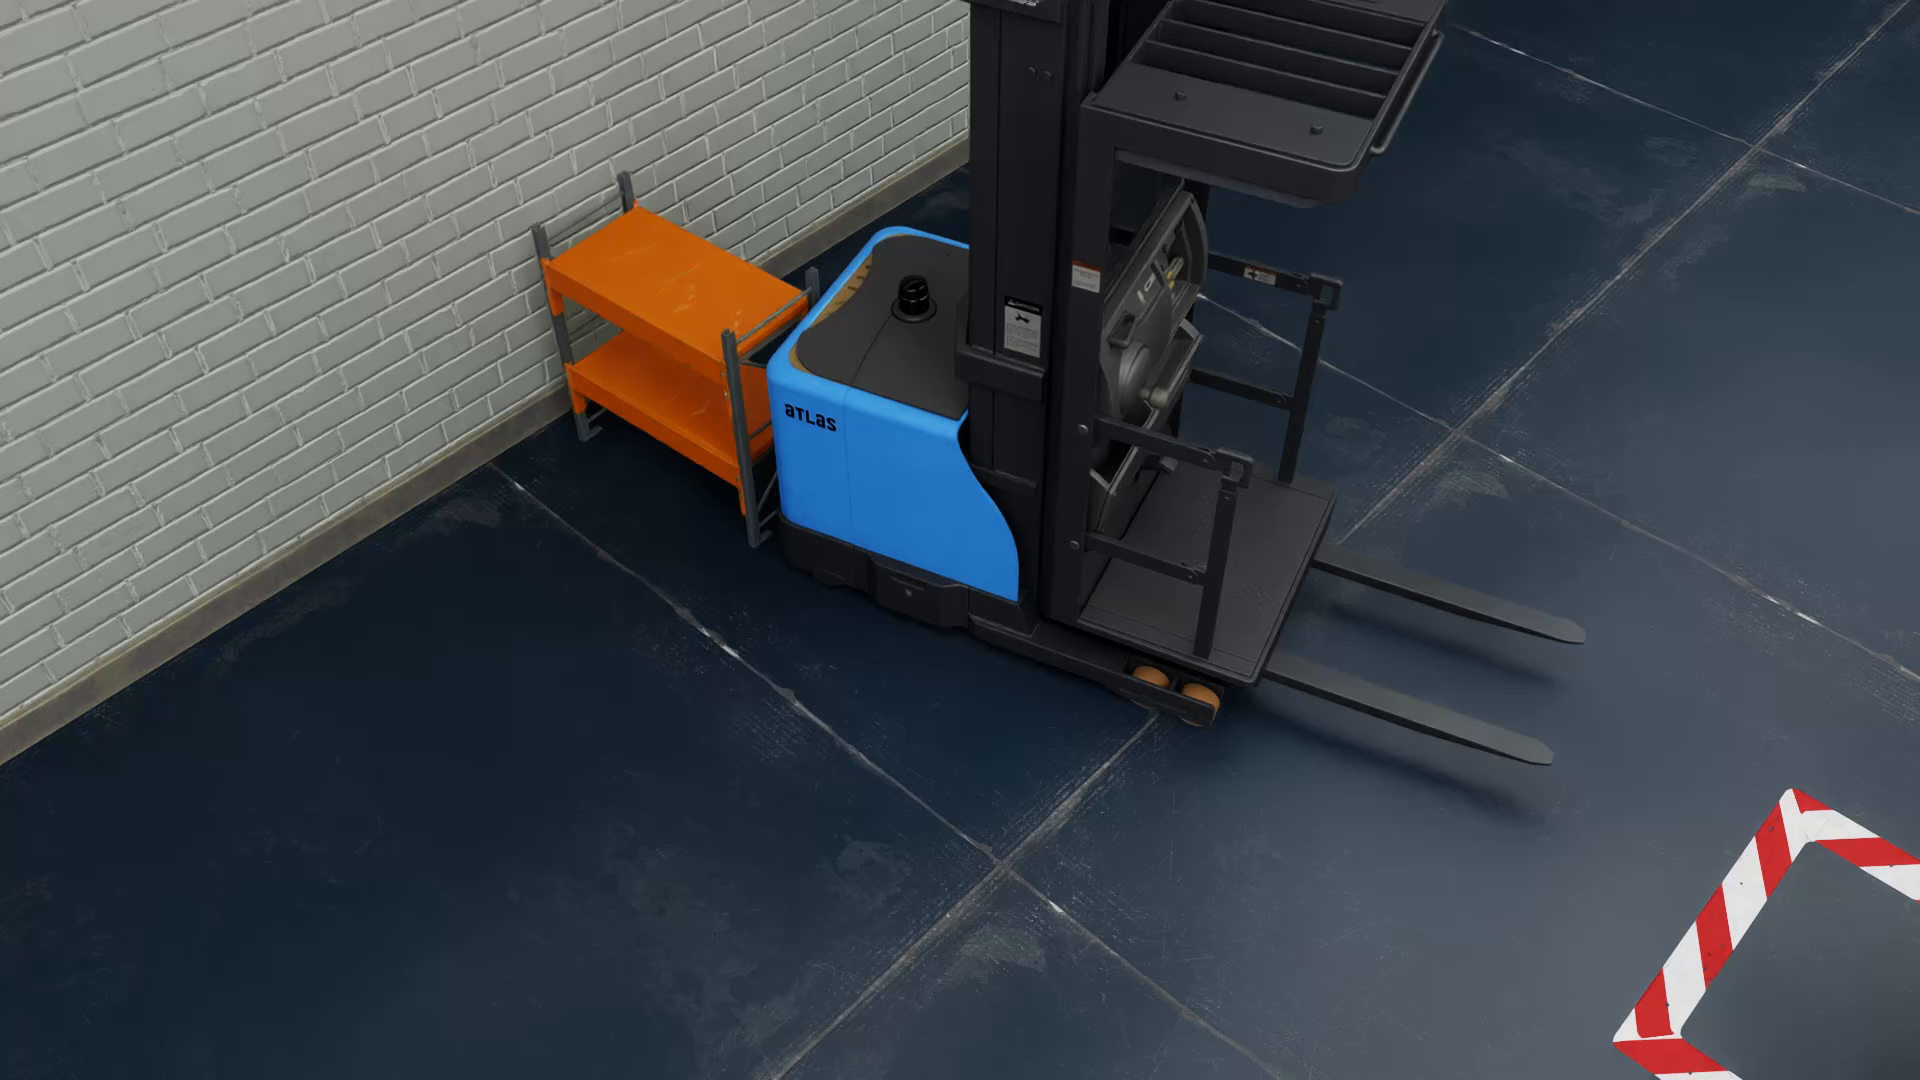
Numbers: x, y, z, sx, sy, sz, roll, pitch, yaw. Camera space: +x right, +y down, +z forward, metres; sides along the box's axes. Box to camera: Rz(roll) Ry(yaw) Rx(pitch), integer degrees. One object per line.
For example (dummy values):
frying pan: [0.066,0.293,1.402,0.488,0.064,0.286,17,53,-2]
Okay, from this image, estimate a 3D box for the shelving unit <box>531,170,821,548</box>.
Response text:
shelving unit: [-1.099,-0.730,6.772,1.048,1.125,0.538,30,54,25]

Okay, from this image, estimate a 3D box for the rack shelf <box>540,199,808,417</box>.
rack shelf: [-1.099,-0.930,6.559,1.000,0.278,0.538,30,54,25]

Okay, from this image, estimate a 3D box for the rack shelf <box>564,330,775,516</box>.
rack shelf: [-1.099,-0.563,6.951,1.000,0.278,0.538,30,54,25]

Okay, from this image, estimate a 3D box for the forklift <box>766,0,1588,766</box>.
forklift: [0.840,-0.754,5.556,3.031,2.935,1.130,19,50,17]

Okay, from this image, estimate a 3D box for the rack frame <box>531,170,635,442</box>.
rack frame: [-1.498,-0.960,6.988,0.032,1.125,0.500,30,54,25]

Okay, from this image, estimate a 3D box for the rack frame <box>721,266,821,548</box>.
rack frame: [-0.701,-0.500,6.557,0.032,1.125,0.500,30,54,25]
